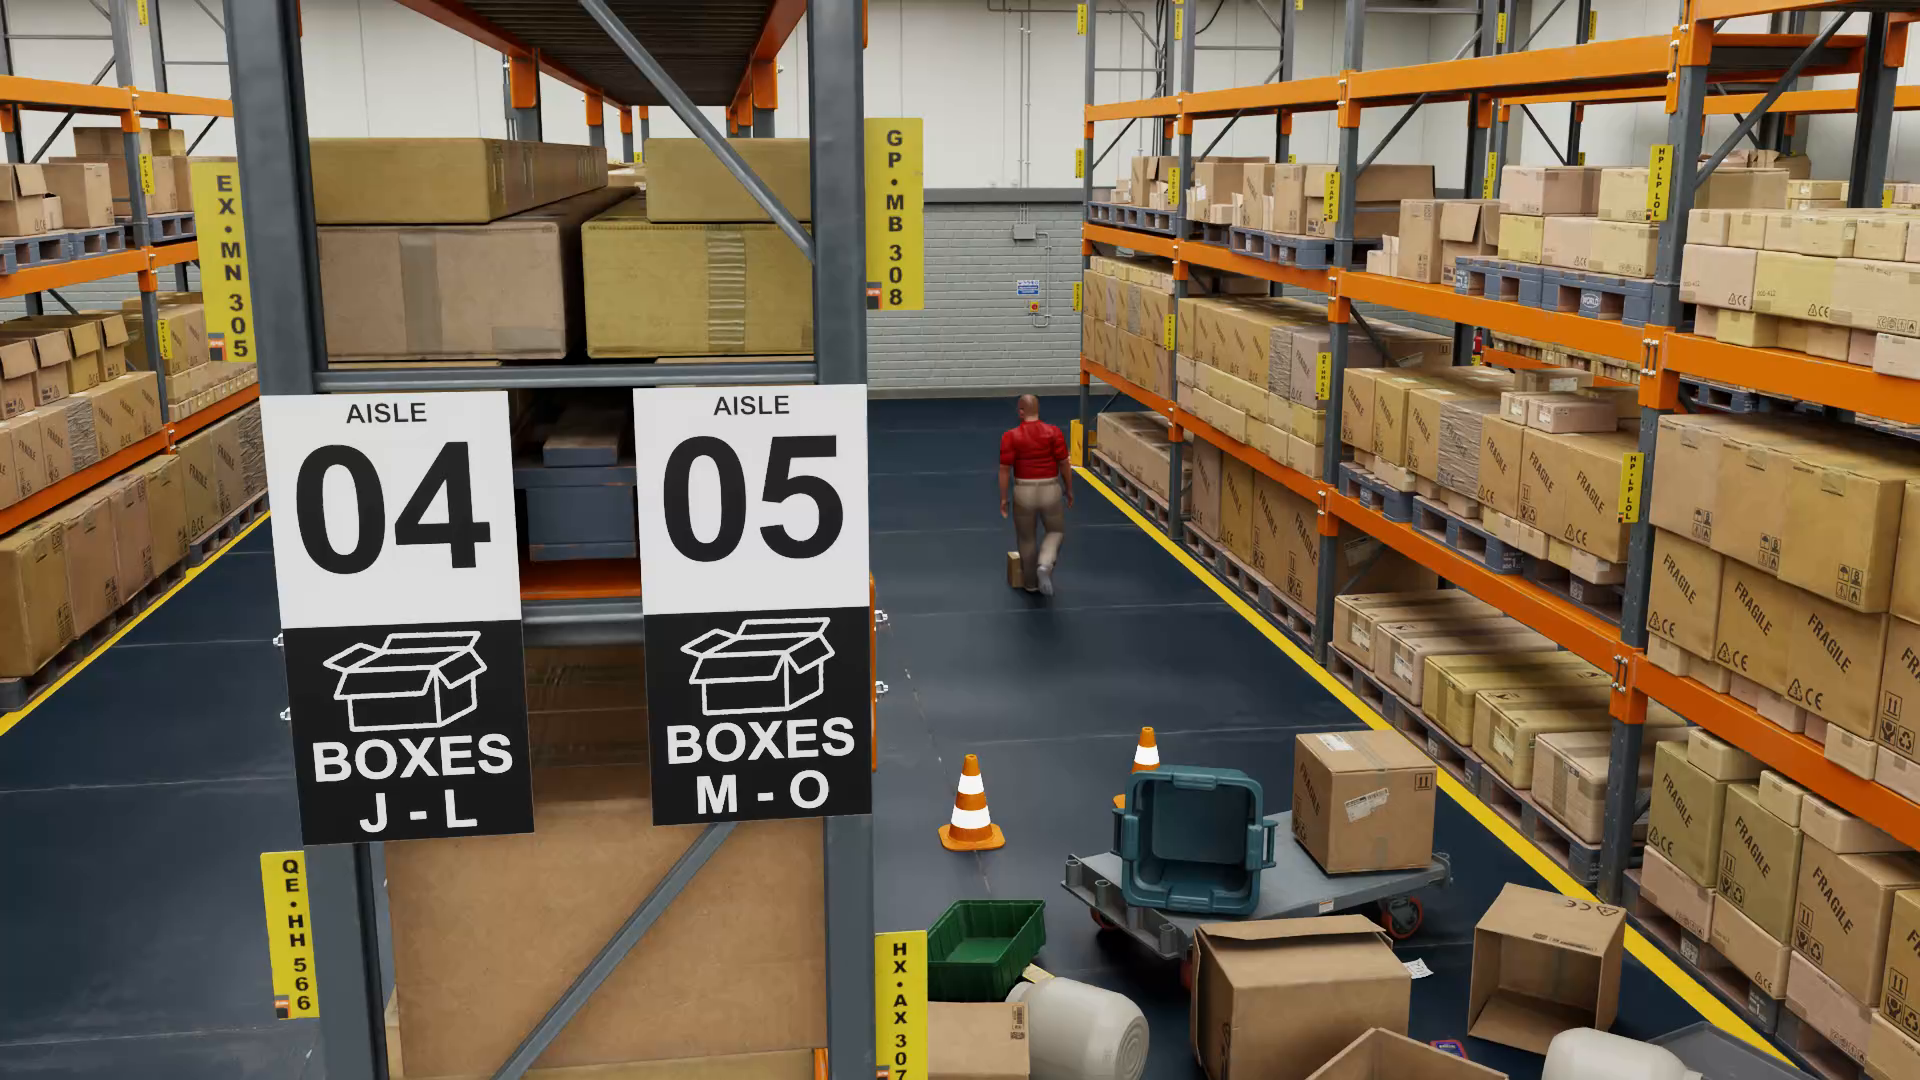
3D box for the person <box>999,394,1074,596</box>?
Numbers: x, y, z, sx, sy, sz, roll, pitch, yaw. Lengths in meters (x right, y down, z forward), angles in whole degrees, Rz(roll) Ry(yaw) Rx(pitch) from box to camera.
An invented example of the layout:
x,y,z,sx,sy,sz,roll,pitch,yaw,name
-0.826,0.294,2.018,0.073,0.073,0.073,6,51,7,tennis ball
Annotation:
x,y,z,sx,sy,sz,roll,pitch,yaw,name
0.624,-0.373,13.639,0.618,1.702,0.757,0,13,1,person
